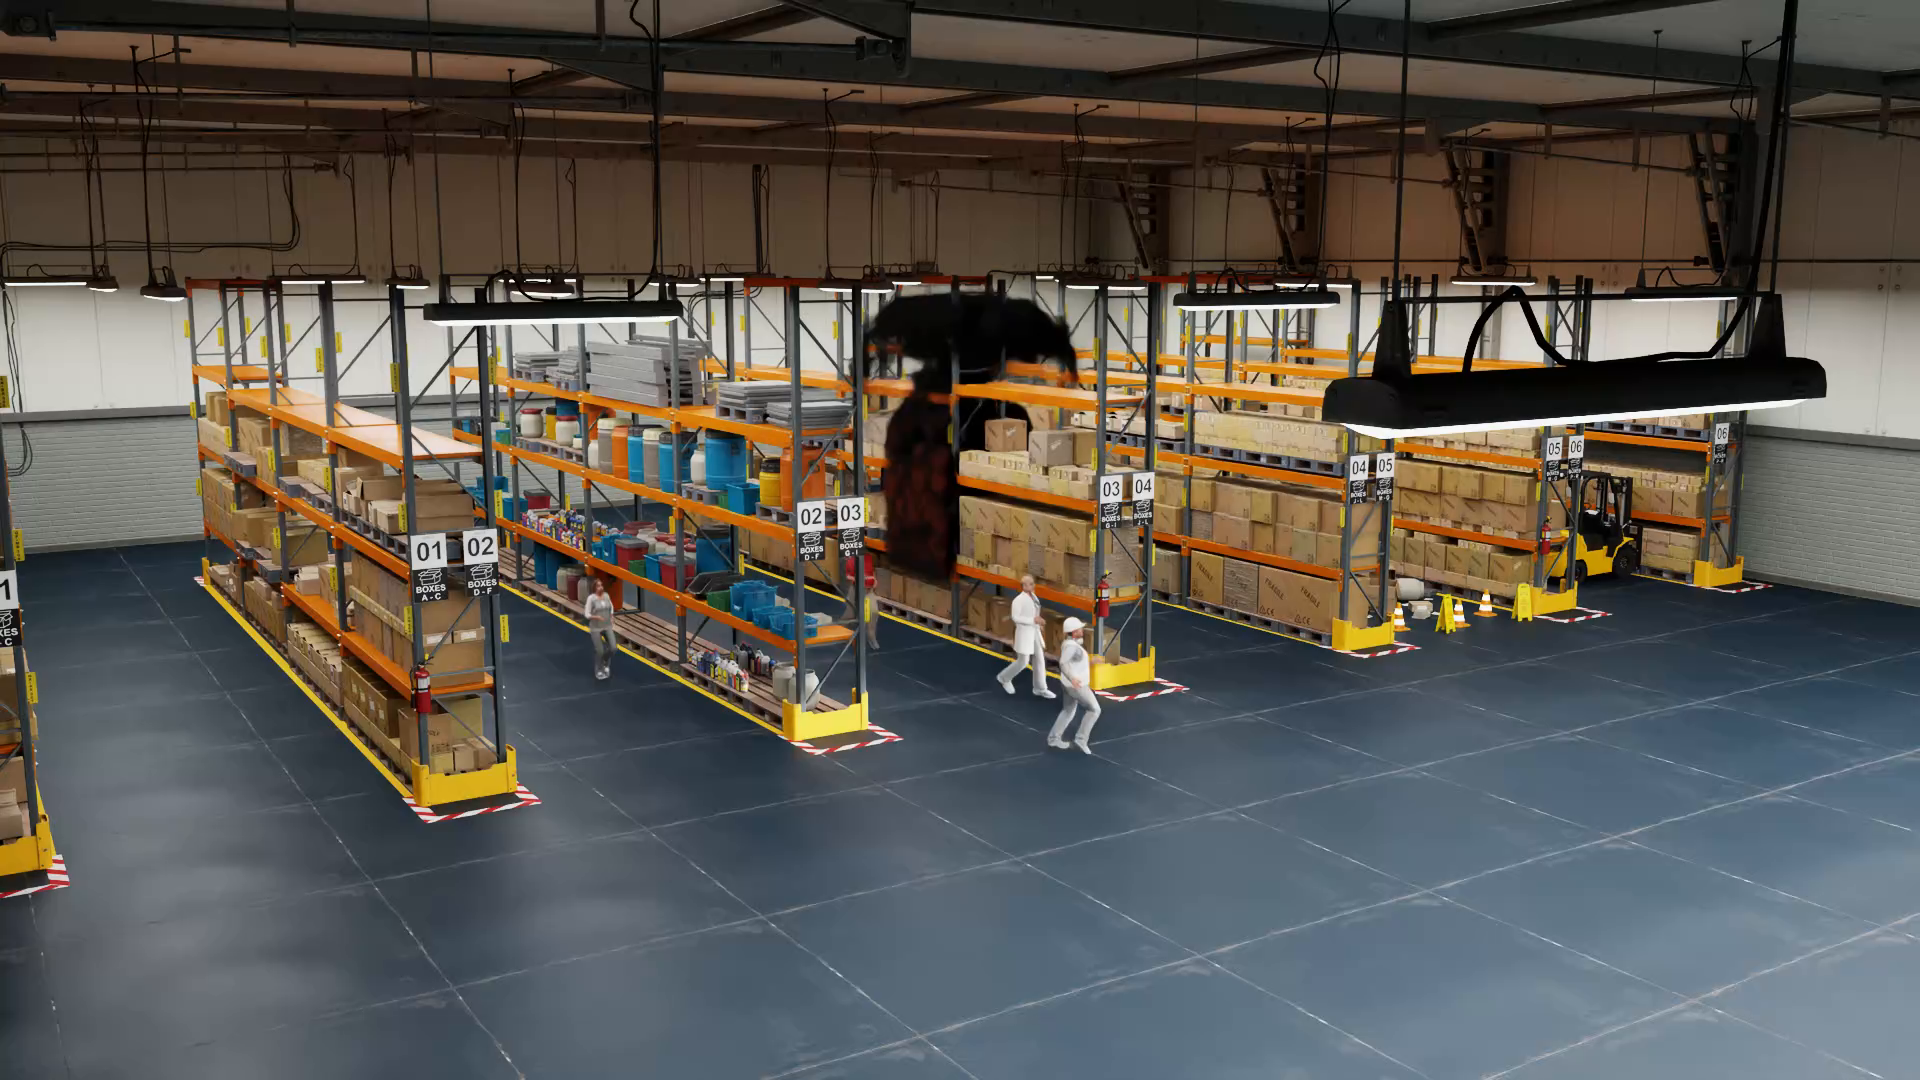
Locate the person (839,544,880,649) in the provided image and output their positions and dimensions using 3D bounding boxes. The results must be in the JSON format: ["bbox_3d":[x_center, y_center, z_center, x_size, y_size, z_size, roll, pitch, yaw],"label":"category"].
[{"bbox_3d":[-1.650,0.904,27.530,0.670,1.793,0.899,-7,12,-36],"label":"person"}]

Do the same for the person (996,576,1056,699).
[{"bbox_3d":[0.965,1.401,24.235,0.930,1.780,0.723,6,11,31],"label":"person"}]

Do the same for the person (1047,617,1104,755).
[{"bbox_3d":[1.499,1.891,21.491,0.735,1.815,0.628,-2,10,-11],"label":"person"}]

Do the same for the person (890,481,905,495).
[{"bbox_3d":[-1.613,-1.638,42.429,0.776,1.826,0.685,-6,11,-32],"label":"person"}]

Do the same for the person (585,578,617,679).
[{"bbox_3d":[-5.400,1.359,25.158,0.521,1.561,0.570,-7,12,-35],"label":"person"}]
